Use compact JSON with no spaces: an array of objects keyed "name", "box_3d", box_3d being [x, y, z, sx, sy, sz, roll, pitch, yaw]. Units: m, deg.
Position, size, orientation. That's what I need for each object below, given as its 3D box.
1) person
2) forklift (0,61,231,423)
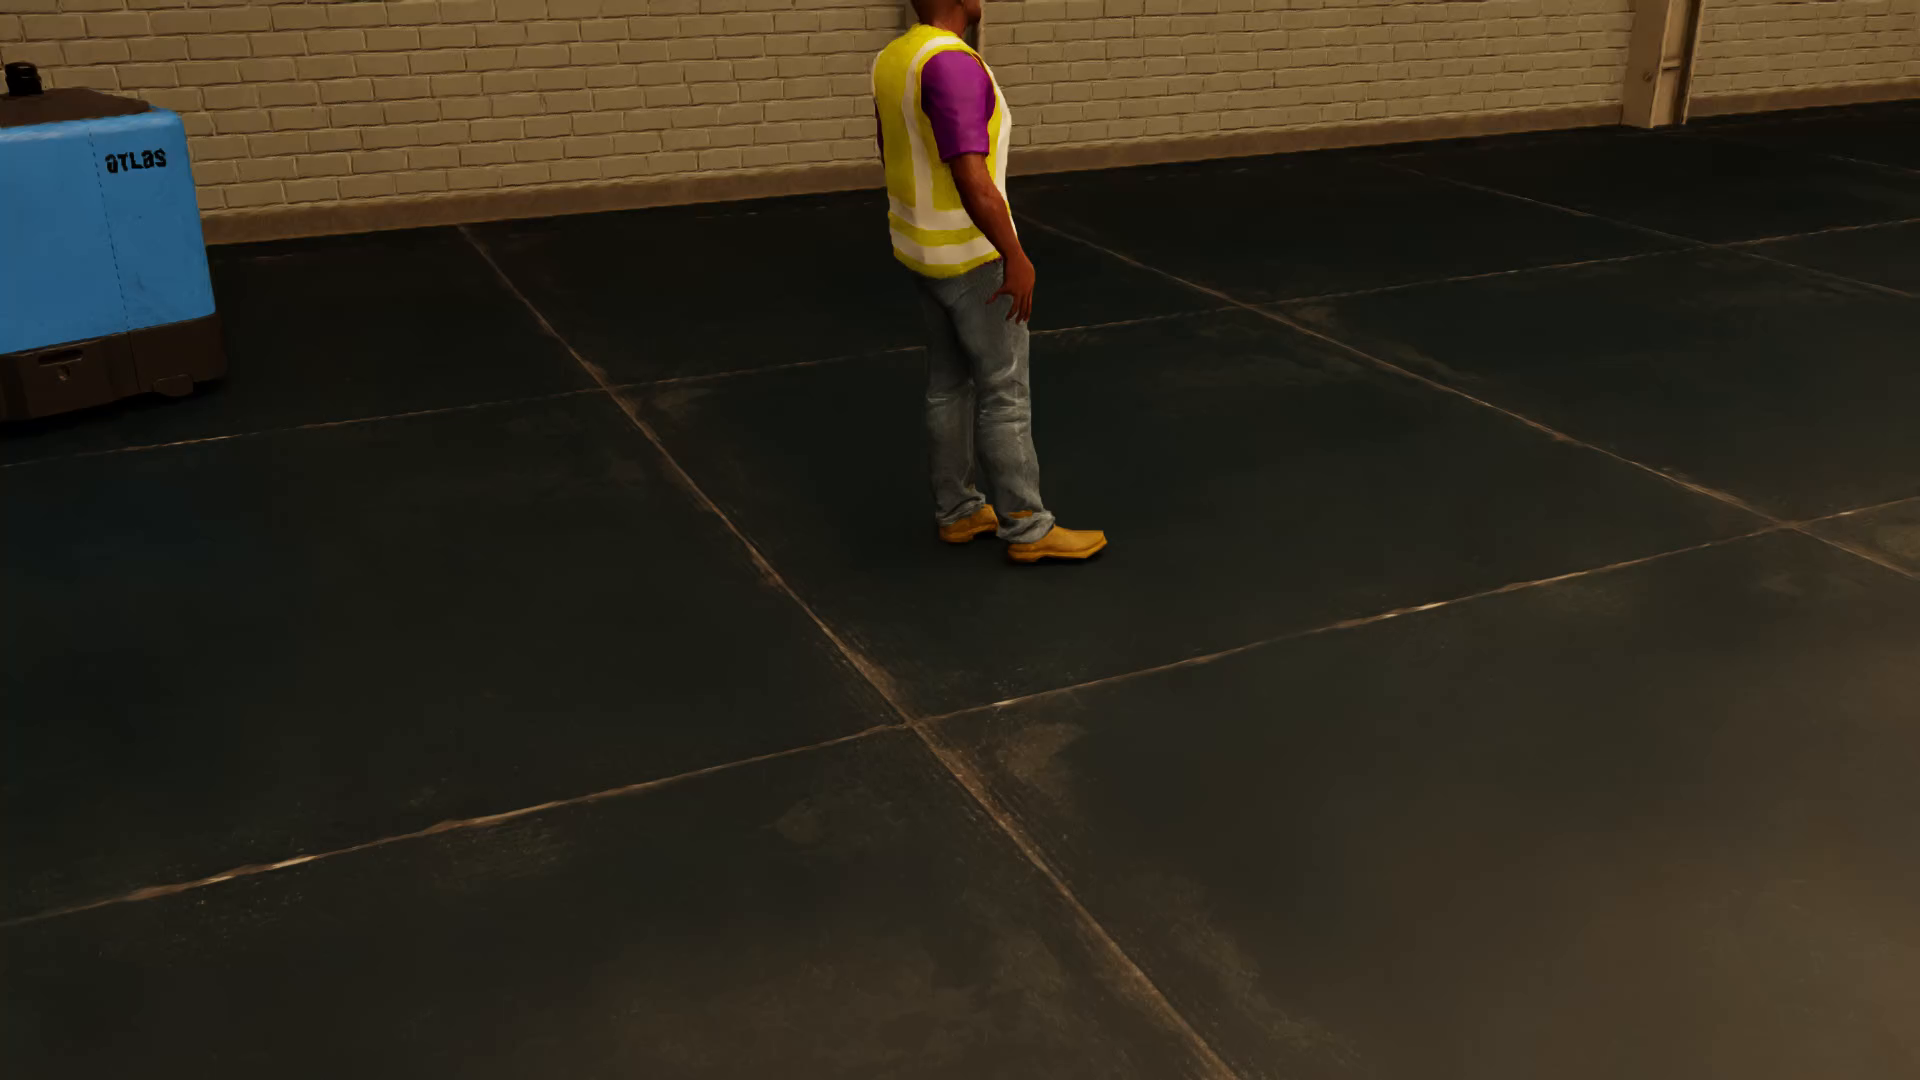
[{"name":"person","box_3d":[0.065,-0.832,4.788,0.576,1.766,0.665,-10,25,-23]},{"name":"forklift","box_3d":[-4.247,-1.667,5.300,1.130,2.935,3.031,21,30,41]}]
